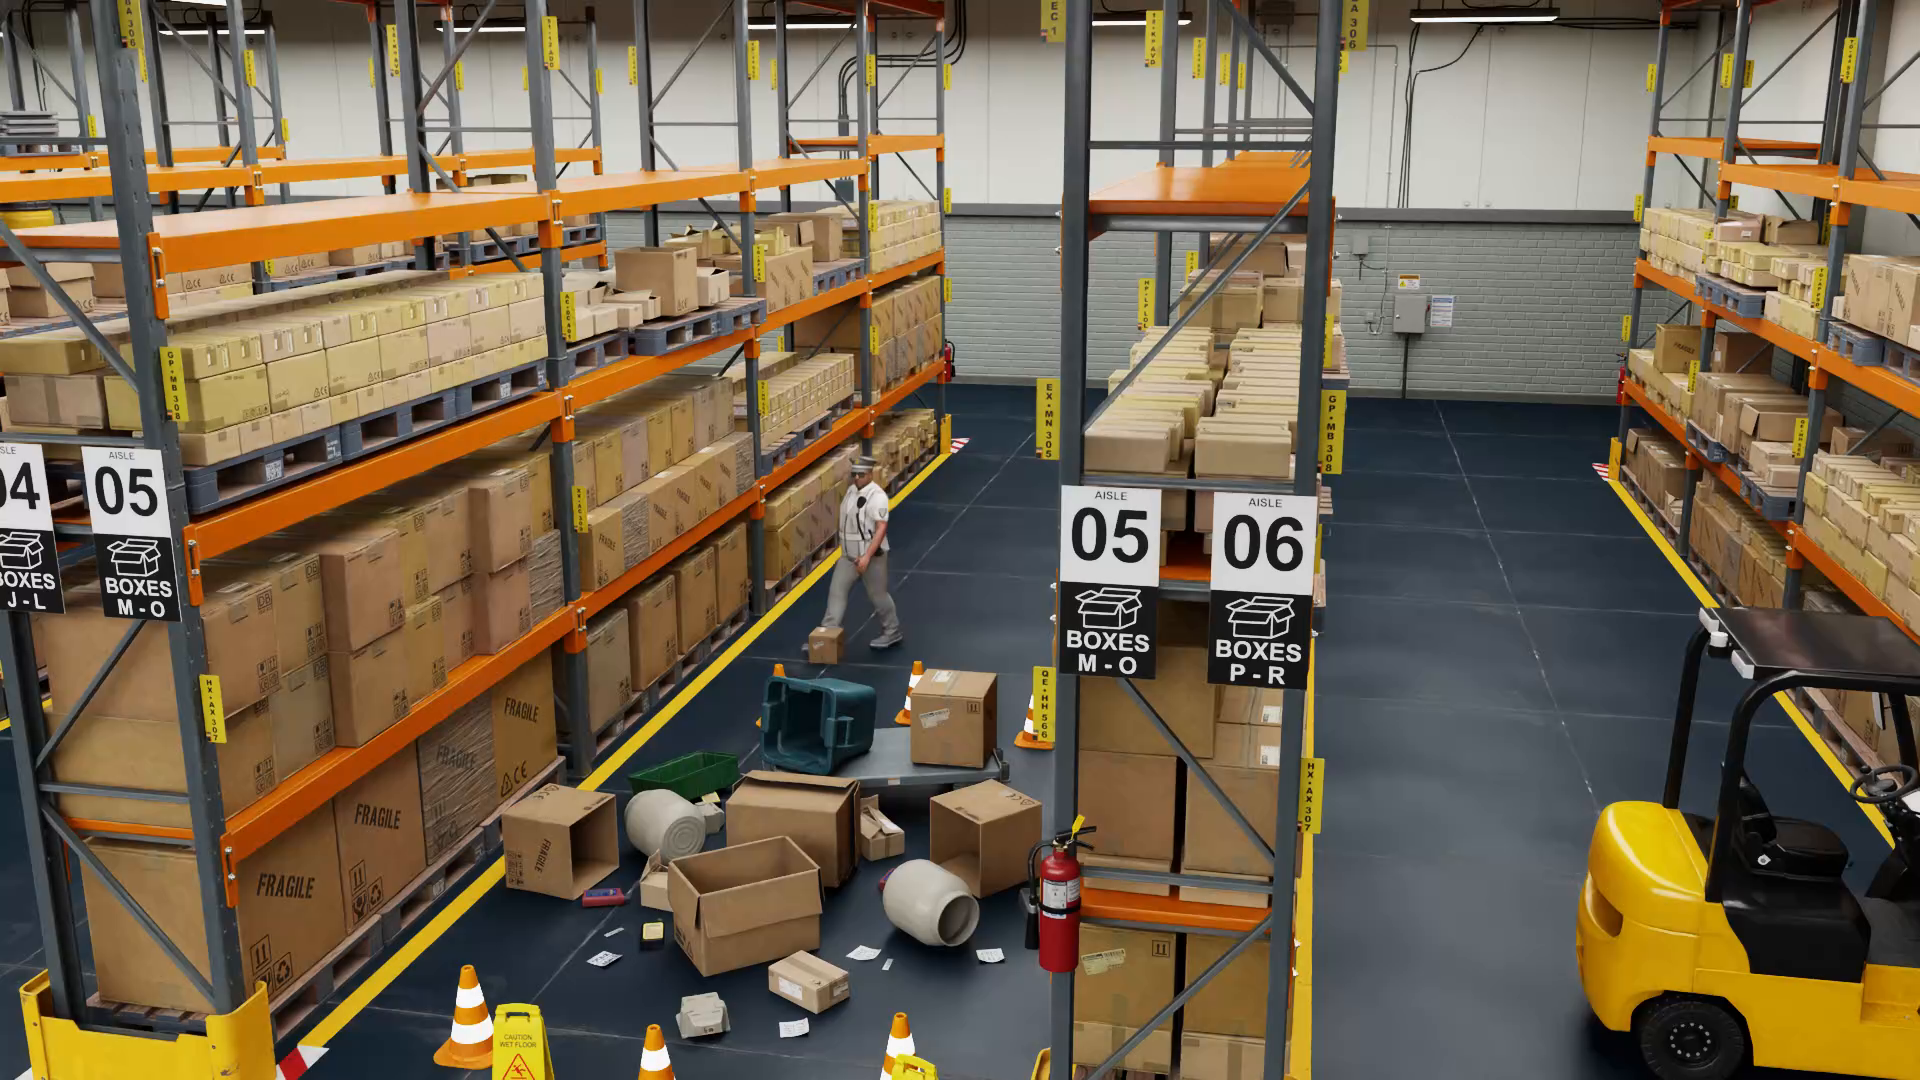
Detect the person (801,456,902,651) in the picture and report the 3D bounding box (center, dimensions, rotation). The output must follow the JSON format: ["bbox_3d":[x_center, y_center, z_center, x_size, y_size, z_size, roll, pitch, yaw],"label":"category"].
[{"bbox_3d":[-0.965,0.126,14.525,0.934,1.726,0.617,-12,19,-39],"label":"person"}]
